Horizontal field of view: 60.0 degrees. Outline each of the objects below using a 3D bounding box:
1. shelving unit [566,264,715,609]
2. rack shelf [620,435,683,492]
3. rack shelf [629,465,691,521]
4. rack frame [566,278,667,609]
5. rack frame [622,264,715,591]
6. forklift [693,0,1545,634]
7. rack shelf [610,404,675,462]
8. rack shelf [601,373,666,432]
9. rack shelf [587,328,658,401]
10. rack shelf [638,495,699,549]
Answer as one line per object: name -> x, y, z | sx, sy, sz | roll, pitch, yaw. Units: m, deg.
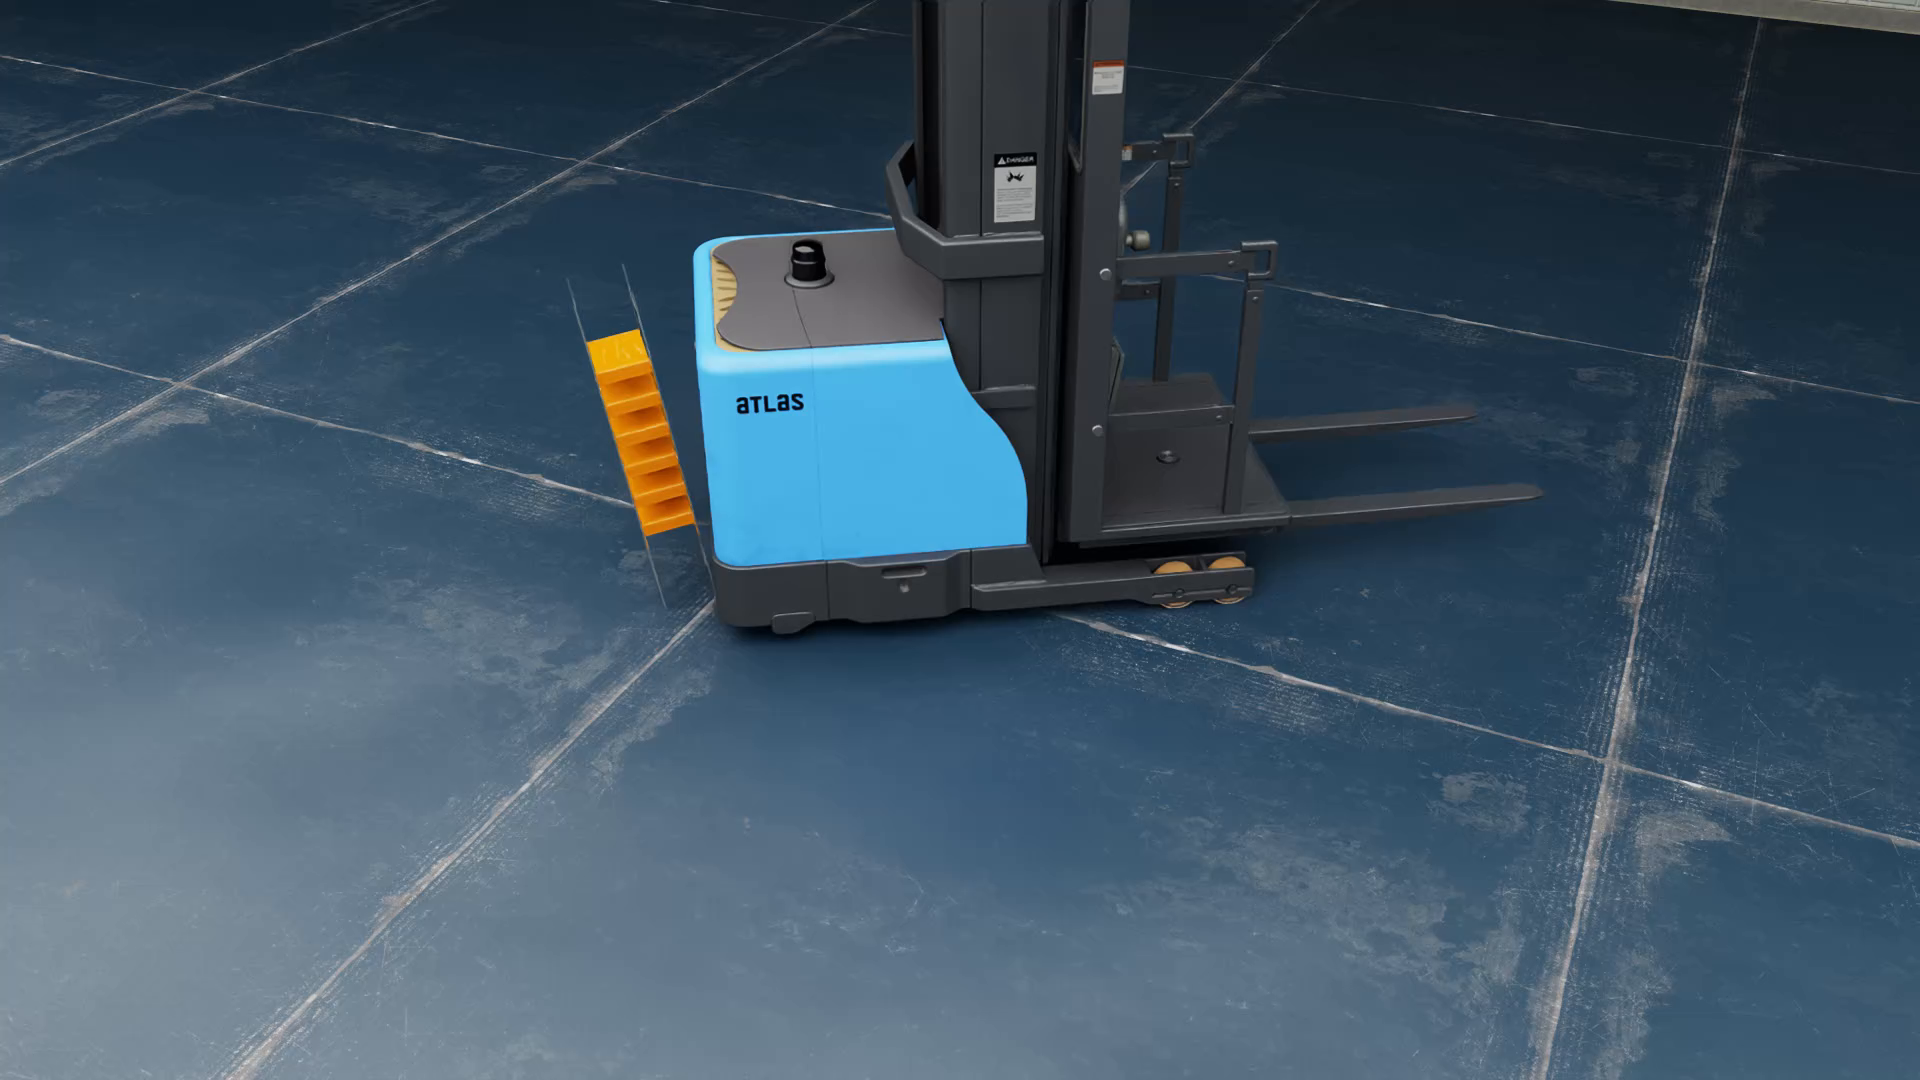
shelving unit -> -1.068, -0.327, 5.640 | 0.189, 1.200, 0.258 | -16, 36, -10
rack shelf -> -1.062, -0.291, 5.666 | 0.180, 0.103, 0.258 | -16, 36, -10
rack shelf -> -1.046, -0.195, 5.735 | 0.180, 0.103, 0.258 | -16, 36, -10
rack frame -> -1.155, -0.302, 5.625 | 0.006, 1.200, 0.240 | -16, 36, -10
rack frame -> -0.981, -0.352, 5.655 | 0.006, 1.200, 0.240 | -16, 36, -10
forklift -> 0.600, -1.265, 5.507 | 3.031, 2.935, 1.130 | -5, 34, -7
rack shelf -> -1.078, -0.388, 5.596 | 0.180, 0.103, 0.258 | -16, 36, -10
rack shelf -> -1.094, -0.485, 5.527 | 0.180, 0.103, 0.258 | -16, 36, -10
rack shelf -> -1.110, -0.581, 5.458 | 0.180, 0.103, 0.258 | -16, 36, -10
rack shelf -> -1.030, -0.098, 5.804 | 0.180, 0.103, 0.258 | -16, 36, -10
